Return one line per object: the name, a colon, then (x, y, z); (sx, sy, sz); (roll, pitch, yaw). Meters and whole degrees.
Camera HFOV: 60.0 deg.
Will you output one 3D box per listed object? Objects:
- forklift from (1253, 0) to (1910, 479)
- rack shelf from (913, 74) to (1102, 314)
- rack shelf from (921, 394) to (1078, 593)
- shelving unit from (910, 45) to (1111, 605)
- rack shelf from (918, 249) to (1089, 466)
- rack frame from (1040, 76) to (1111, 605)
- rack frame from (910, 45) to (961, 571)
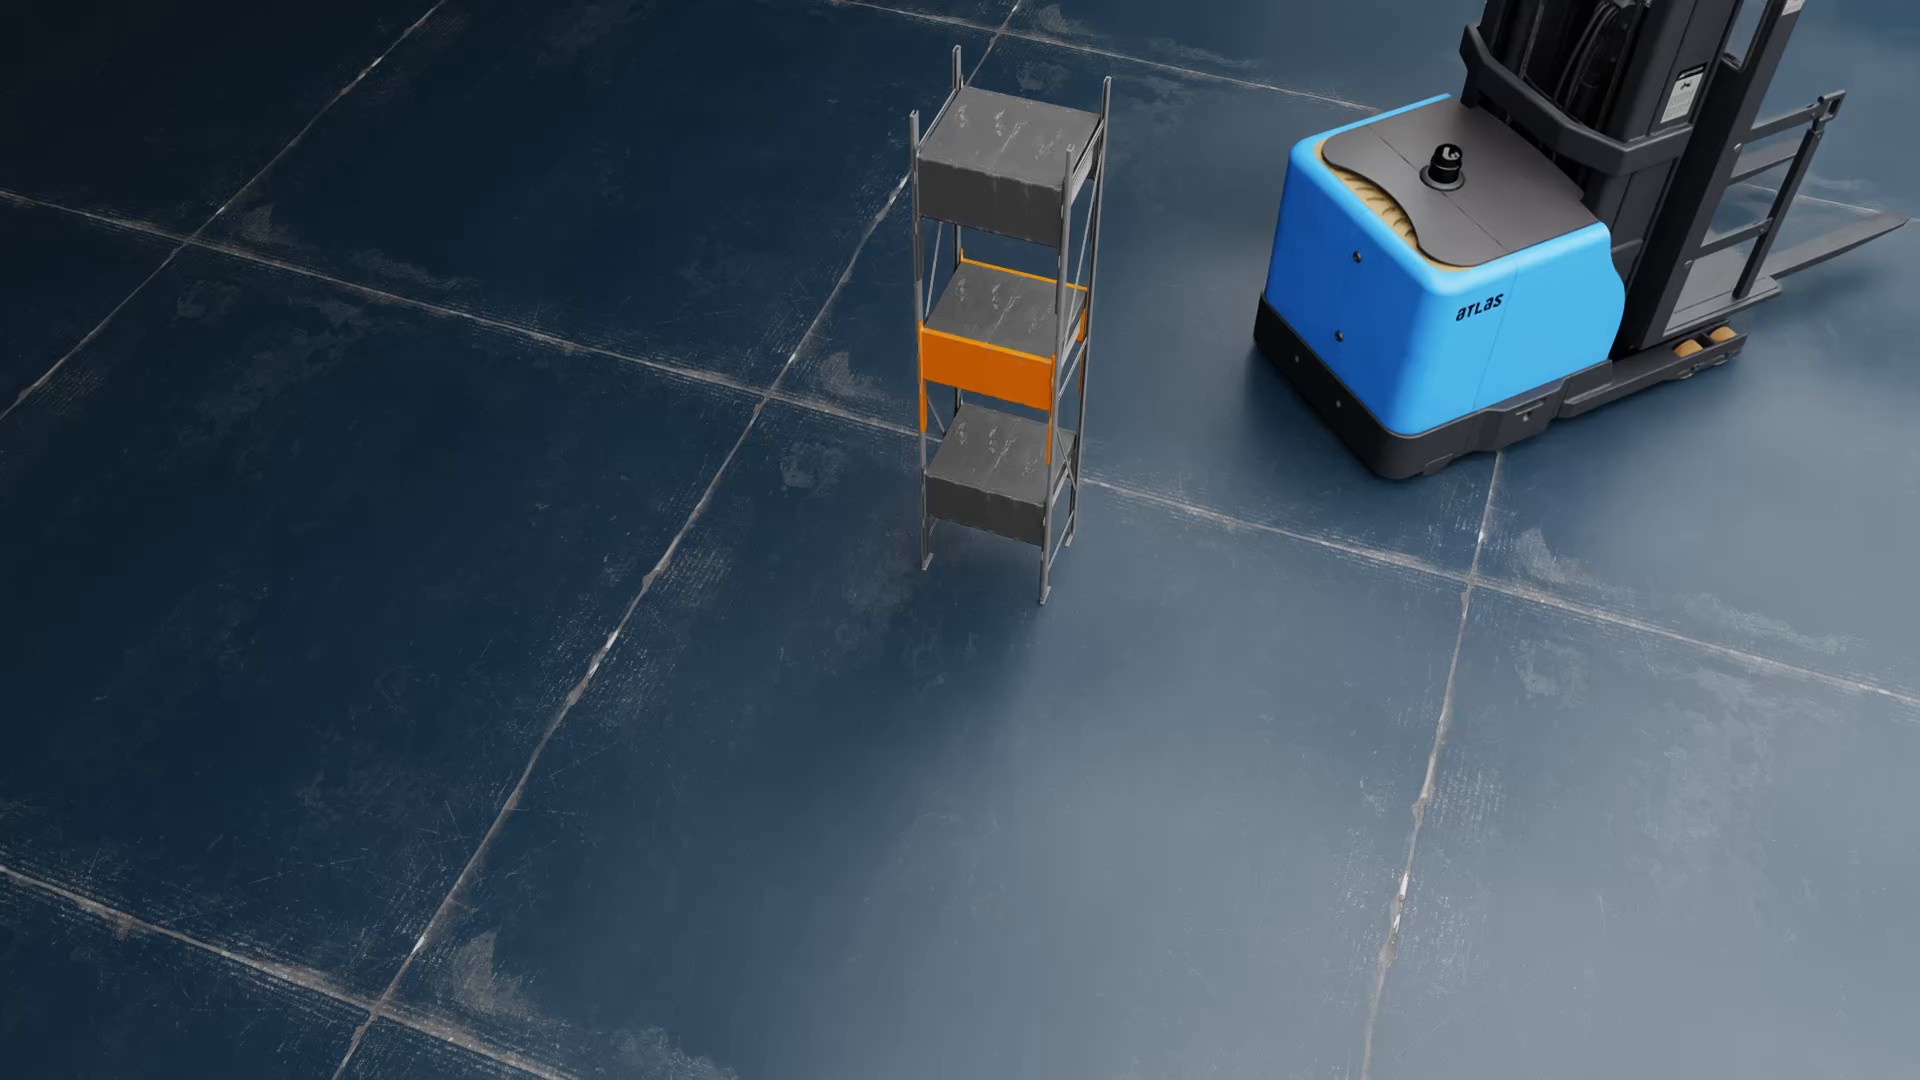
forklift: (2.840, -1.999, 6.410); (3.031, 2.935, 1.130); (-21, 52, -17)
rack shelf: (0.155, -1.094, 5.267); (0.480, 0.518, 0.431); (16, 51, 13)
rack shelf: (0.155, -0.177, 6.325); (0.480, 0.518, 0.431); (16, 51, 13)
shelving unit: (0.155, -0.644, 5.786); (0.503, 2.100, 0.431); (16, 51, 13)
rack shelf: (0.155, -0.635, 5.796); (0.480, 0.518, 0.431); (16, 51, 13)
rack frame: (0.384, -0.580, 5.730); (0.015, 2.100, 0.400); (16, 51, 13)
rack frame: (-0.074, -0.708, 5.841); (0.015, 2.100, 0.400); (16, 51, 13)
